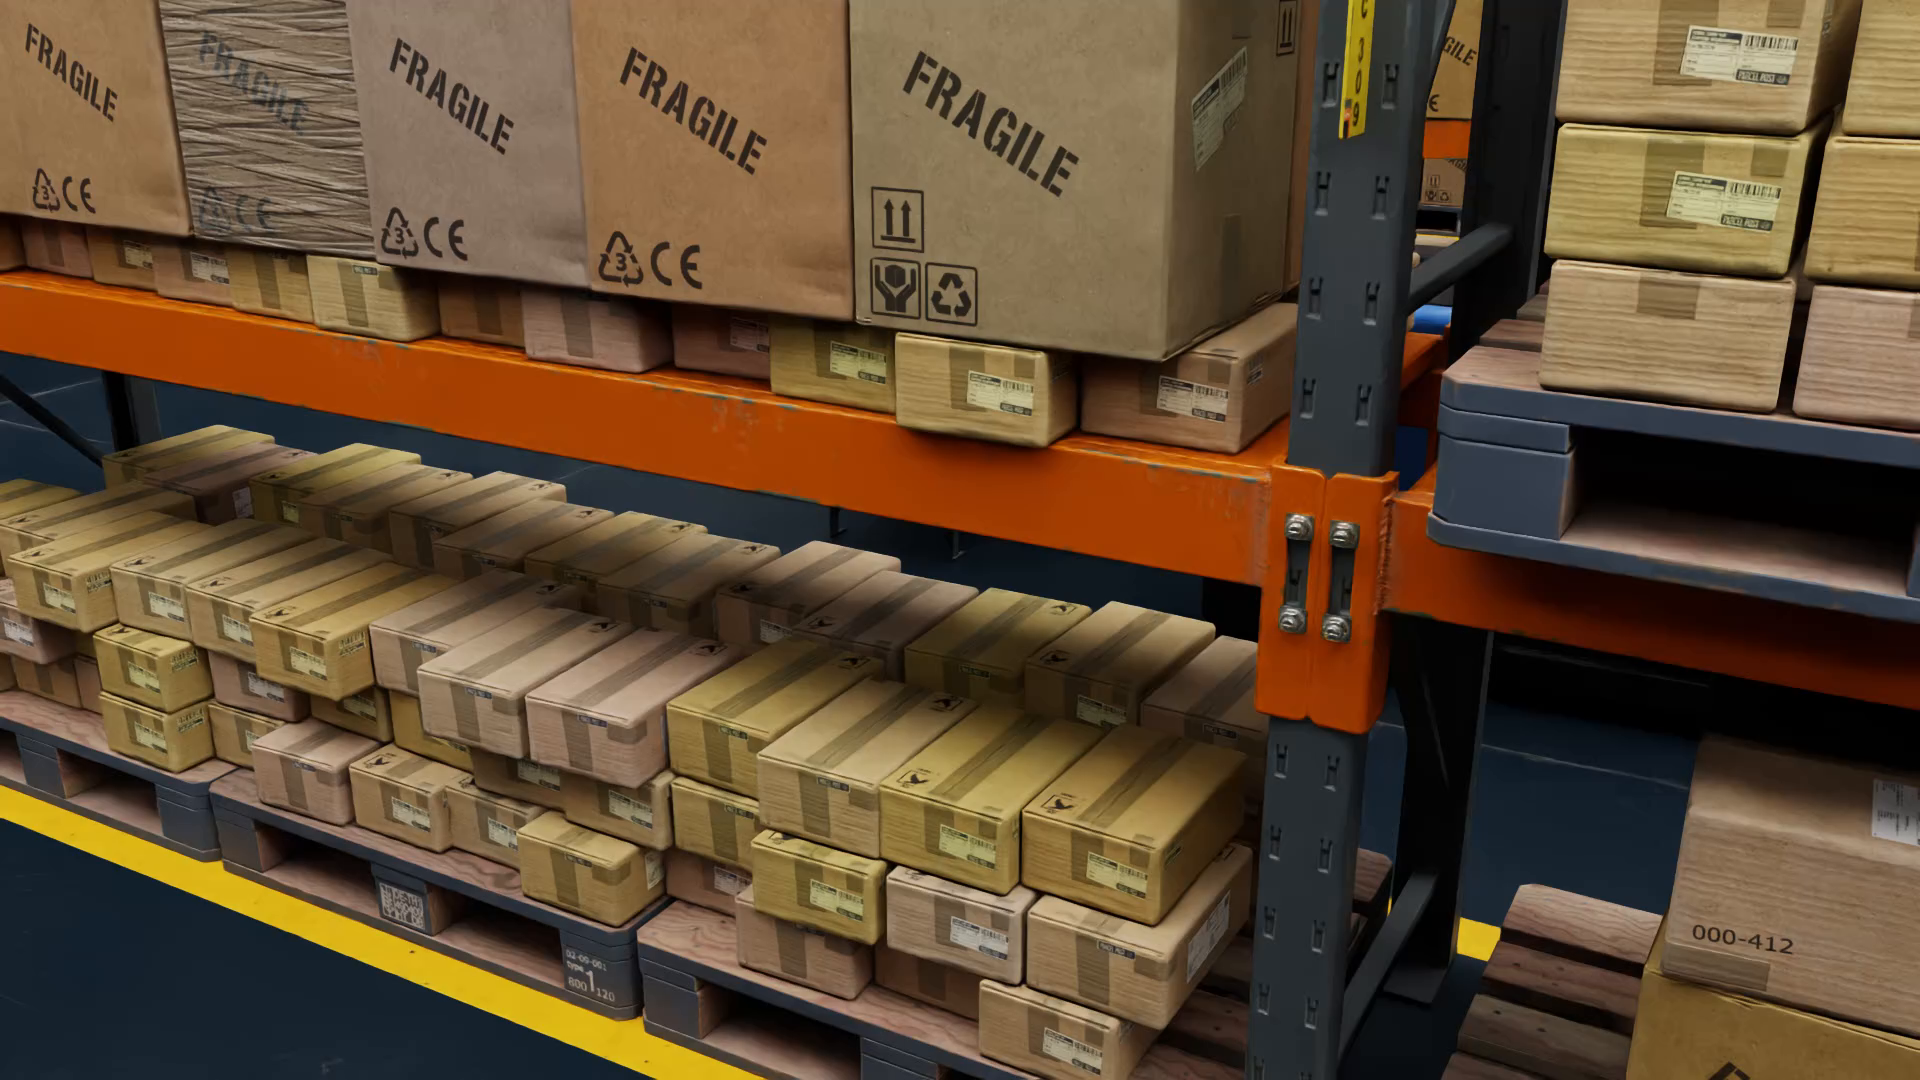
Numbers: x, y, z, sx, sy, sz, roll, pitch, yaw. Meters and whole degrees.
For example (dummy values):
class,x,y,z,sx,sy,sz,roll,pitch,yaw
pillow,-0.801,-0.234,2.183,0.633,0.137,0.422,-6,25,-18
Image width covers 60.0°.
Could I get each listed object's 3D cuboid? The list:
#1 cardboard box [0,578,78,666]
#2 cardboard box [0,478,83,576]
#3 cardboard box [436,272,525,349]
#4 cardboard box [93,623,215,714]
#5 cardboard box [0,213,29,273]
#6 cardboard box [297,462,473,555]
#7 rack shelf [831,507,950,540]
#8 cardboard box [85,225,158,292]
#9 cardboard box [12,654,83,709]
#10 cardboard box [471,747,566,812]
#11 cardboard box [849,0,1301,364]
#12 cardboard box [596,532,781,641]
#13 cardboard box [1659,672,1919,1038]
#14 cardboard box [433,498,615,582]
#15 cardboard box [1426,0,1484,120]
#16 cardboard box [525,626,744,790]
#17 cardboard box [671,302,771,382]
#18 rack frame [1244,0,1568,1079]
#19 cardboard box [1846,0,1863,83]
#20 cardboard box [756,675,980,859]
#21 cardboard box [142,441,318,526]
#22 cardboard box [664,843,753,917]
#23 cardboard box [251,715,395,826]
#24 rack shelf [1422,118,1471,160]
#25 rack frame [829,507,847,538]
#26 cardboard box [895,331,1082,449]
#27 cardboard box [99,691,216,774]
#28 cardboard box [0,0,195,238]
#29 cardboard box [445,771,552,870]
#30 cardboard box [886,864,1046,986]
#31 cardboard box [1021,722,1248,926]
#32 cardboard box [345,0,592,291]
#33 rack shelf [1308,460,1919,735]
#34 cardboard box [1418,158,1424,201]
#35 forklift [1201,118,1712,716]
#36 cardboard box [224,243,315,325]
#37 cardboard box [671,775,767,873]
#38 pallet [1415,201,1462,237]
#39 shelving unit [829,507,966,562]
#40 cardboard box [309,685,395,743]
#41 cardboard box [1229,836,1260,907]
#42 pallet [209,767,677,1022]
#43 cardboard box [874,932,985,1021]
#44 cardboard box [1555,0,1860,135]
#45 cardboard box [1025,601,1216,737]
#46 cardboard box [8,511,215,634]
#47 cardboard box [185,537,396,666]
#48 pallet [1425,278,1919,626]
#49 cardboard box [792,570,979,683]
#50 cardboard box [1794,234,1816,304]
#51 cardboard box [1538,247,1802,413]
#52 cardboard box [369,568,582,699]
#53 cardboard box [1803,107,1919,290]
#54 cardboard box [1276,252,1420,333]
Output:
class,x,y,z,sx,sy,sz,roll,pitch,yaw
cardboard box,-2.208,0.158,4.160,0.250,0.149,0.380,11,23,27
cardboard box,-2.460,-0.020,4.213,0.250,0.149,0.380,10,22,25
cardboard box,-0.766,-0.483,3.166,0.250,0.149,0.380,10,22,27
cardboard box,-1.780,0.247,3.914,0.250,0.149,0.380,12,23,29
cardboard box,-2.178,-0.711,3.794,0.250,0.149,0.380,10,22,26
cardboard box,-1.491,-0.069,4.350,0.250,0.149,0.380,10,22,25
rack shelf,-0.145,-0.344,5.826,0.480,0.518,0.431,11,23,27
cardboard box,-1.660,-0.656,3.643,0.250,0.149,0.380,11,22,27
cardboard box,-2.182,0.273,4.278,0.250,0.149,0.380,11,23,27
cardboard box,-0.802,0.401,3.490,0.250,0.149,0.380,10,22,25
cardboard box,0.180,-0.589,2.507,0.500,0.500,0.500,11,23,27
cardboard box,-0.615,0.124,3.818,0.250,0.149,0.380,10,22,25
cardboard box,1.257,0.421,2.256,0.500,0.250,0.500,10,22,25
cardboard box,-1.054,0.036,4.060,0.250,0.149,0.380,10,22,26
cardboard box,2.085,-2.028,6.911,0.500,0.500,0.500,10,22,26
cardboard box,-0.630,0.322,3.272,0.250,0.149,0.380,10,22,25
cardboard box,-0.297,-0.401,2.941,0.250,0.149,0.380,10,22,26
rack frame,0.740,-0.406,2.585,0.127,3.000,1.000,11,23,27
cardboard box,1.186,-0.756,2.431,0.250,0.149,0.380,12,23,30
cardboard box,-0.160,0.406,3.040,0.250,0.149,0.380,11,22,27
cardboard box,-1.975,-0.136,4.535,0.250,0.149,0.380,11,23,28
cardboard box,-0.387,0.600,3.376,0.250,0.149,0.380,10,22,26
cardboard box,-1.348,0.469,3.738,0.250,0.149,0.380,10,22,25
rack shelf,1.320,-1.891,7.733,4.000,0.370,1.077,11,23,27
rack frame,-0.358,-1.055,5.695,0.015,2.100,0.400,11,23,27
cardboard box,0.099,-0.276,2.595,0.250,0.149,0.380,10,22,26
cardboard box,-1.792,0.388,3.962,0.250,0.149,0.380,11,23,28
cardboard box,-1.593,-0.934,3.459,0.500,0.500,0.500,11,23,28
cardboard box,-0.867,0.538,3.549,0.250,0.149,0.380,11,23,28
cardboard box,0.068,0.598,2.946,0.250,0.149,0.380,10,22,25
cardboard box,0.303,0.476,2.847,0.250,0.149,0.380,12,23,29
cardboard box,-0.706,-0.759,2.975,0.500,0.500,0.500,11,23,27
rack shelf,2.487,0.265,1.791,4.000,0.370,1.077,11,23,27
cardboard box,3.207,-2.778,12.176,0.500,0.500,0.700,12,23,29
forklift,2.286,-1.001,4.326,3.031,2.935,1.130,9,22,24
cardboard box,-1.242,-0.557,3.371,0.250,0.149,0.380,12,23,29
cardboard box,-0.345,0.488,3.250,0.250,0.149,0.380,11,23,28
pallet,3.816,-2.381,12.119,1.213,0.211,1.003,11,23,27
shelving unit,-0.145,-1.015,5.583,0.503,2.100,0.431,11,23,27
cardboard box,-1.245,0.296,3.779,0.250,0.149,0.380,12,23,30
cardboard box,0.579,0.581,3.430,0.250,0.149,0.380,10,22,25
pallet,-0.932,0.601,3.898,1.213,0.211,1.003,11,23,27
cardboard box,0.046,0.705,3.087,0.250,0.149,0.380,12,23,29
cardboard box,0.860,-0.562,1.897,0.250,0.149,0.380,12,23,30
cardboard box,0.329,0.275,3.401,0.250,0.149,0.380,12,23,30
cardboard box,-2.003,0.070,3.964,0.250,0.149,0.380,11,23,27
cardboard box,-1.509,0.136,3.784,0.250,0.149,0.380,12,23,29
pallet,1.337,-0.145,2.148,1.213,0.211,1.003,11,23,27
cardboard box,-0.154,0.211,3.577,0.250,0.149,0.380,10,22,26
cardboard box,1.184,-0.478,2.537,0.250,0.149,0.380,10,22,26
cardboard box,0.860,-0.283,1.998,0.250,0.149,0.380,10,22,25
cardboard box,-1.035,0.207,3.589,0.250,0.149,0.380,11,23,27
cardboard box,1.087,-0.380,1.830,0.250,0.149,0.380,10,22,26
cardboard box,0.653,-0.432,3.026,0.250,0.149,0.380,12,23,29
